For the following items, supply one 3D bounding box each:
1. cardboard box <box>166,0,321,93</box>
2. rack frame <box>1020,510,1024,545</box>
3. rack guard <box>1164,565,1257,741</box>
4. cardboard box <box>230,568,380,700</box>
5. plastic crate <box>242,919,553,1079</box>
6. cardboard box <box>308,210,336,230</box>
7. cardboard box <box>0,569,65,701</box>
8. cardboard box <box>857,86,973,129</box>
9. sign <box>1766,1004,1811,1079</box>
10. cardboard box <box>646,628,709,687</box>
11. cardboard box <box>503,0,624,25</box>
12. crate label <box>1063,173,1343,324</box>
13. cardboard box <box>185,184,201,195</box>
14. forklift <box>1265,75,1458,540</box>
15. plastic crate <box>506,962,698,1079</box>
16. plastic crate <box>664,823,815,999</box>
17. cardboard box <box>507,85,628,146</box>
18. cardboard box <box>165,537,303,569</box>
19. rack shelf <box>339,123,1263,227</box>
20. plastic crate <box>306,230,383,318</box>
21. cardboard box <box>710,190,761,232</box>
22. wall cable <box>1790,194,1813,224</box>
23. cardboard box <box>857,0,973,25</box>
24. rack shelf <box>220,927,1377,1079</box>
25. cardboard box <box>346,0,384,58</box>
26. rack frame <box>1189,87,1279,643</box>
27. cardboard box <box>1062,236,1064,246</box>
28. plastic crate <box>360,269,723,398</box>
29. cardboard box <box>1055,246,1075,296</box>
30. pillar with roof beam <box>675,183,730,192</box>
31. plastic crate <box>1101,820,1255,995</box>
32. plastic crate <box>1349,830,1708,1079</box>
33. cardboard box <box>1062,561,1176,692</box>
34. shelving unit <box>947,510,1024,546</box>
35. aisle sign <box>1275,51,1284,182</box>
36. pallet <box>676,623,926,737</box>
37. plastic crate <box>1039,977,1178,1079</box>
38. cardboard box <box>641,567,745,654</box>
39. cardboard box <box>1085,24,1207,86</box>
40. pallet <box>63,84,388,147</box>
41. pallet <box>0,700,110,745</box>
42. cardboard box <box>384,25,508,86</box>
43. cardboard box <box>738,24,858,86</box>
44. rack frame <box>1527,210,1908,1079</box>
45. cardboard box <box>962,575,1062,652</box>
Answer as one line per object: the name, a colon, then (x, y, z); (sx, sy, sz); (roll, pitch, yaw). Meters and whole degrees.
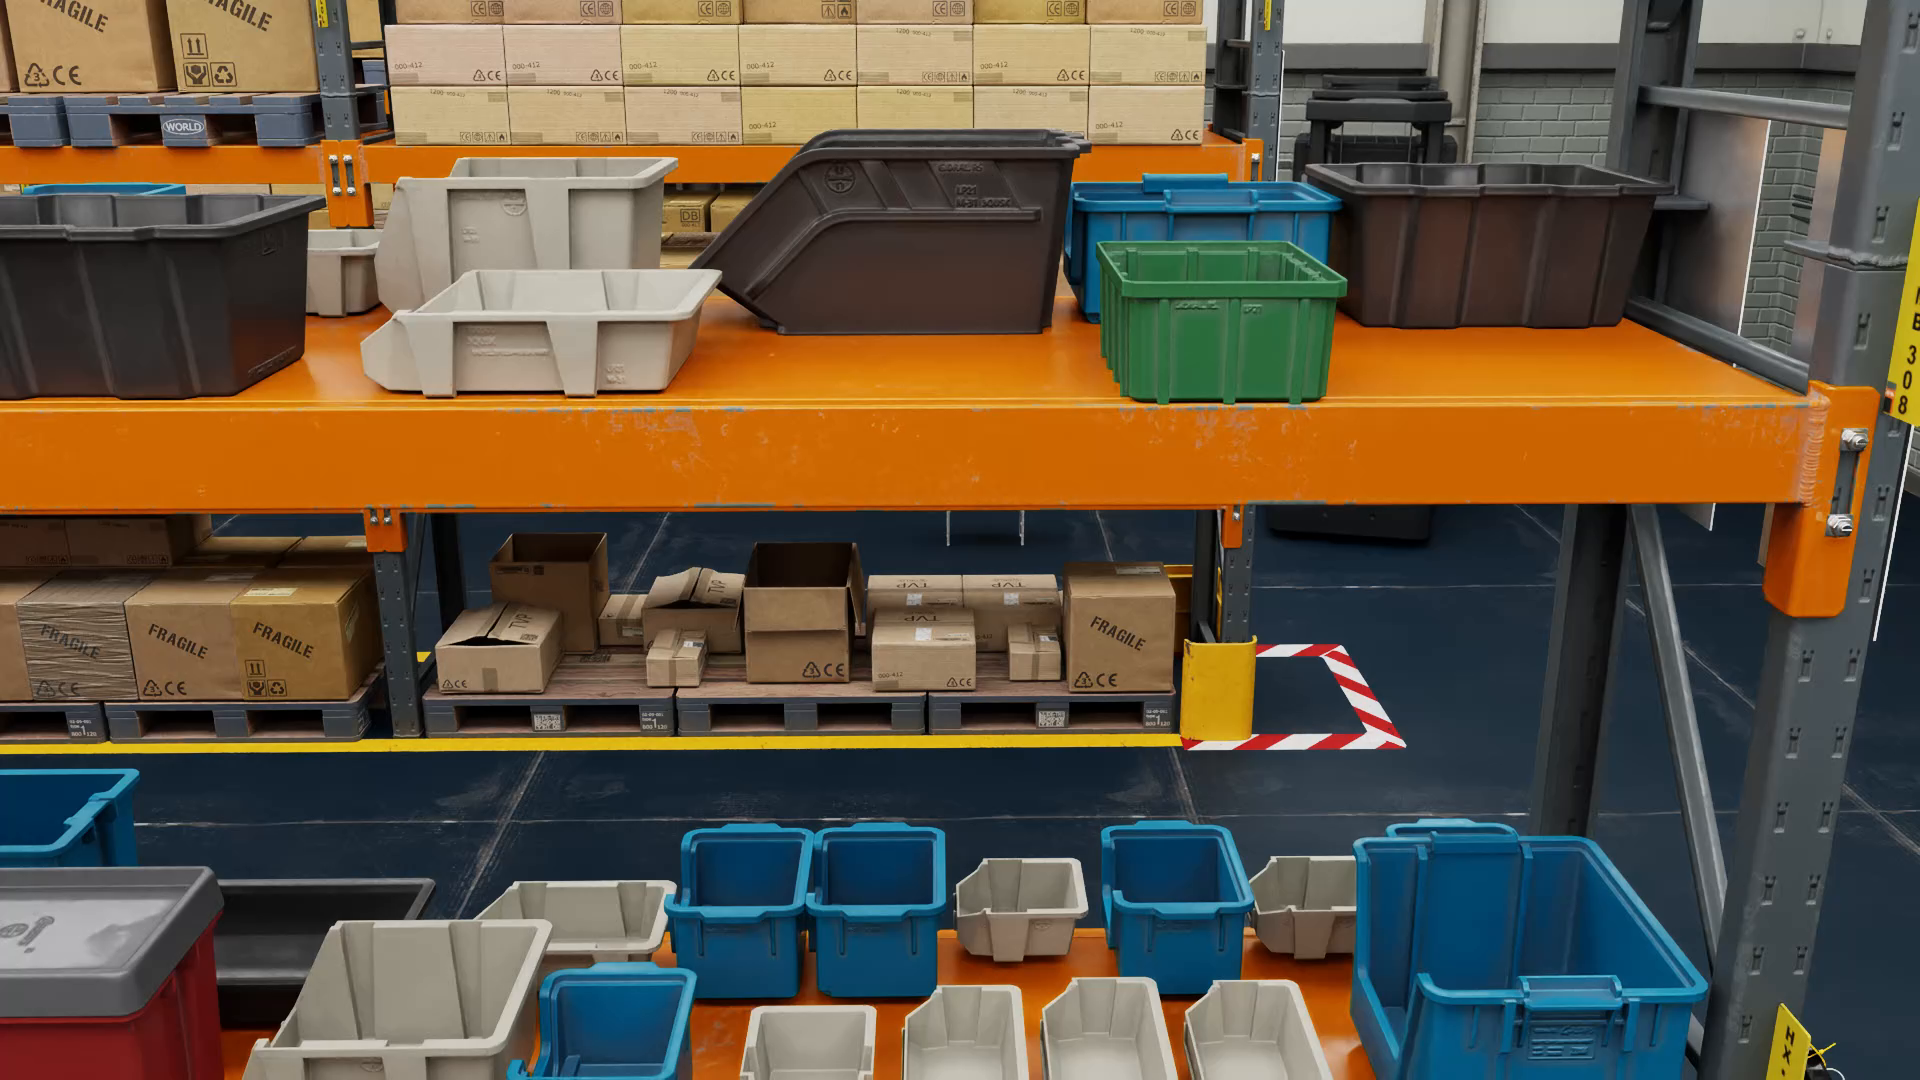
cardboard box: (-3.192, -2.362, 7.575); (0.600, 0.600, 0.600); (-2, 18, -6)
rack frame: (0.409, -0.573, 10.870); (0.015, 1.200, 0.240); (0, 18, -1)
rack guard: (1.236, 0.553, 8.506); (0.348, 0.500, 1.175); (0, 18, -1)
cardboard box: (-3.176, 0.452, 8.099); (0.500, 0.500, 0.500); (0, 18, -1)
plastic crate: (-1.083, 0.971, 3.205); (0.530, 0.282, 0.437); (0, 18, -1)
cardboard box: (-4.738, -2.242, 12.442); (0.500, 0.500, 0.500); (0, 18, 1)
cardboard box: (-4.680, 0.457, 8.083); (0.500, 0.500, 0.500); (-1, 18, -3)
cardboard box: (-0.197, -1.906, 7.414); (0.500, 0.250, 0.500); (0, 18, -1)
sign: (1.412, 0.965, 2.861); (0.005, 0.325, 0.100); (0, 18, -1)
cardboard box: (-1.399, 0.578, 8.253); (0.250, 0.166, 0.380); (0, 18, -1)
cardboard box: (-1.699, -2.544, 7.355); (0.500, 0.500, 0.700); (0, 18, -1)
crate label: (0.459, -0.577, 3.267); (0.502, 0.251, 0.408); (0, 18, -1)
cardboard box: (-5.773, -2.594, 12.313); (0.500, 0.250, 0.500); (-1, 18, -2)
forklift: (2.891, -1.809, 11.887); (1.130, 2.935, 3.031); (4, 18, 13)
plastic crate: (-0.662, 1.014, 3.150); (0.300, 0.233, 0.416); (0, 18, -1)
plastic crate: (-0.482, 0.835, 3.711); (0.300, 0.233, 0.416); (0, 18, -1)
cardboard box: (-1.697, -1.903, 7.405); (0.500, 0.250, 0.500); (0, 18, -1)
cardboard box: (-3.708, 0.296, 8.586); (0.500, 0.500, 0.500); (0, 18, 0)
rack shelf: (-0.687, -1.714, 7.747); (4.000, 0.370, 1.077); (0, 18, -1)
plastic crate: (-1.347, -0.531, 3.312); (0.466, 0.136, 0.293); (0, 18, -1)
cardboard box: (-1.496, -2.274, 12.734); (0.700, 0.700, 0.980); (-1, 18, -2)
wall cable: (6.891, -3.447, 12.144); (0.112, 2.526, 3.097); (0, 18, -1)
cardboard box: (-0.200, -2.571, 7.439); (0.500, 0.500, 0.700); (0, 18, -1)
rack shelf: (-0.613, 1.227, 3.489); (4.000, 0.370, 1.077); (0, 18, -1)
cardboard box: (-4.206, -3.824, 12.262); (0.500, 0.500, 0.700); (-1, 18, -2)
rack frame: (1.312, -0.638, 8.125); (0.127, 3.000, 1.000); (0, 18, -1)
cardboard box: (0.342, -1.235, 8.186); (0.500, 0.500, 0.500); (0, 18, 0)
plastic crate: (-0.675, -0.342, 2.724); (0.530, 0.136, 0.437); (0, 18, -1)
cardboard box: (0.367, -1.073, 7.680); (0.500, 0.500, 0.500); (0, 18, 1)
pillar with roof beam: (-2.015, -3.941, 8.600); (0.400, 9.000, 9.100); (0, 18, -1)
plastic crate: (0.477, 0.830, 3.725); (0.300, 0.233, 0.416); (0, 18, -1)
plastic crate: (1.055, 0.888, 3.212); (0.499, 0.435, 0.616); (0, 18, -1)
cardboard box: (0.773, 0.421, 8.197); (0.500, 0.500, 0.500); (0, 18, -1)
shelving unit: (0.165, -0.572, 10.867); (0.503, 1.200, 0.258); (0, 18, -1)
aisle sign: (1.386, -1.782, 7.437); (0.004, 0.787, 0.394); (0, 18, -1)
pallet: (-0.777, 0.700, 8.521); (1.213, 0.211, 1.003); (0, 18, -1)
plastic crate: (0.284, 1.028, 3.265); (0.243, 0.136, 0.396); (0, 18, -1)
cardboard box: (-1.372, 0.359, 8.698); (0.500, 0.311, 0.500); (0, 18, -1)
cardboard box: (0.803, -2.152, 7.363); (0.500, 0.250, 0.500); (0, 18, -1)
pallet: (-3.340, -1.976, 7.693); (1.003, 0.211, 1.213); (0, 18, -1)
pallet: (-4.723, 0.732, 8.422); (1.213, 0.211, 1.003); (0, 18, -1)
cardboard box: (-2.197, -2.140, 7.324); (0.500, 0.250, 0.500); (0, 18, -1)
cardboard box: (-0.697, -2.144, 7.337); (0.500, 0.250, 0.500); (0, 18, -1)
rack frame: (1.387, 0.875, 3.409); (0.127, 3.000, 1.000); (0, 18, -1)
cardboard box: (0.264, 0.380, 8.732); (0.500, 0.250, 0.500); (0, 18, -1)
